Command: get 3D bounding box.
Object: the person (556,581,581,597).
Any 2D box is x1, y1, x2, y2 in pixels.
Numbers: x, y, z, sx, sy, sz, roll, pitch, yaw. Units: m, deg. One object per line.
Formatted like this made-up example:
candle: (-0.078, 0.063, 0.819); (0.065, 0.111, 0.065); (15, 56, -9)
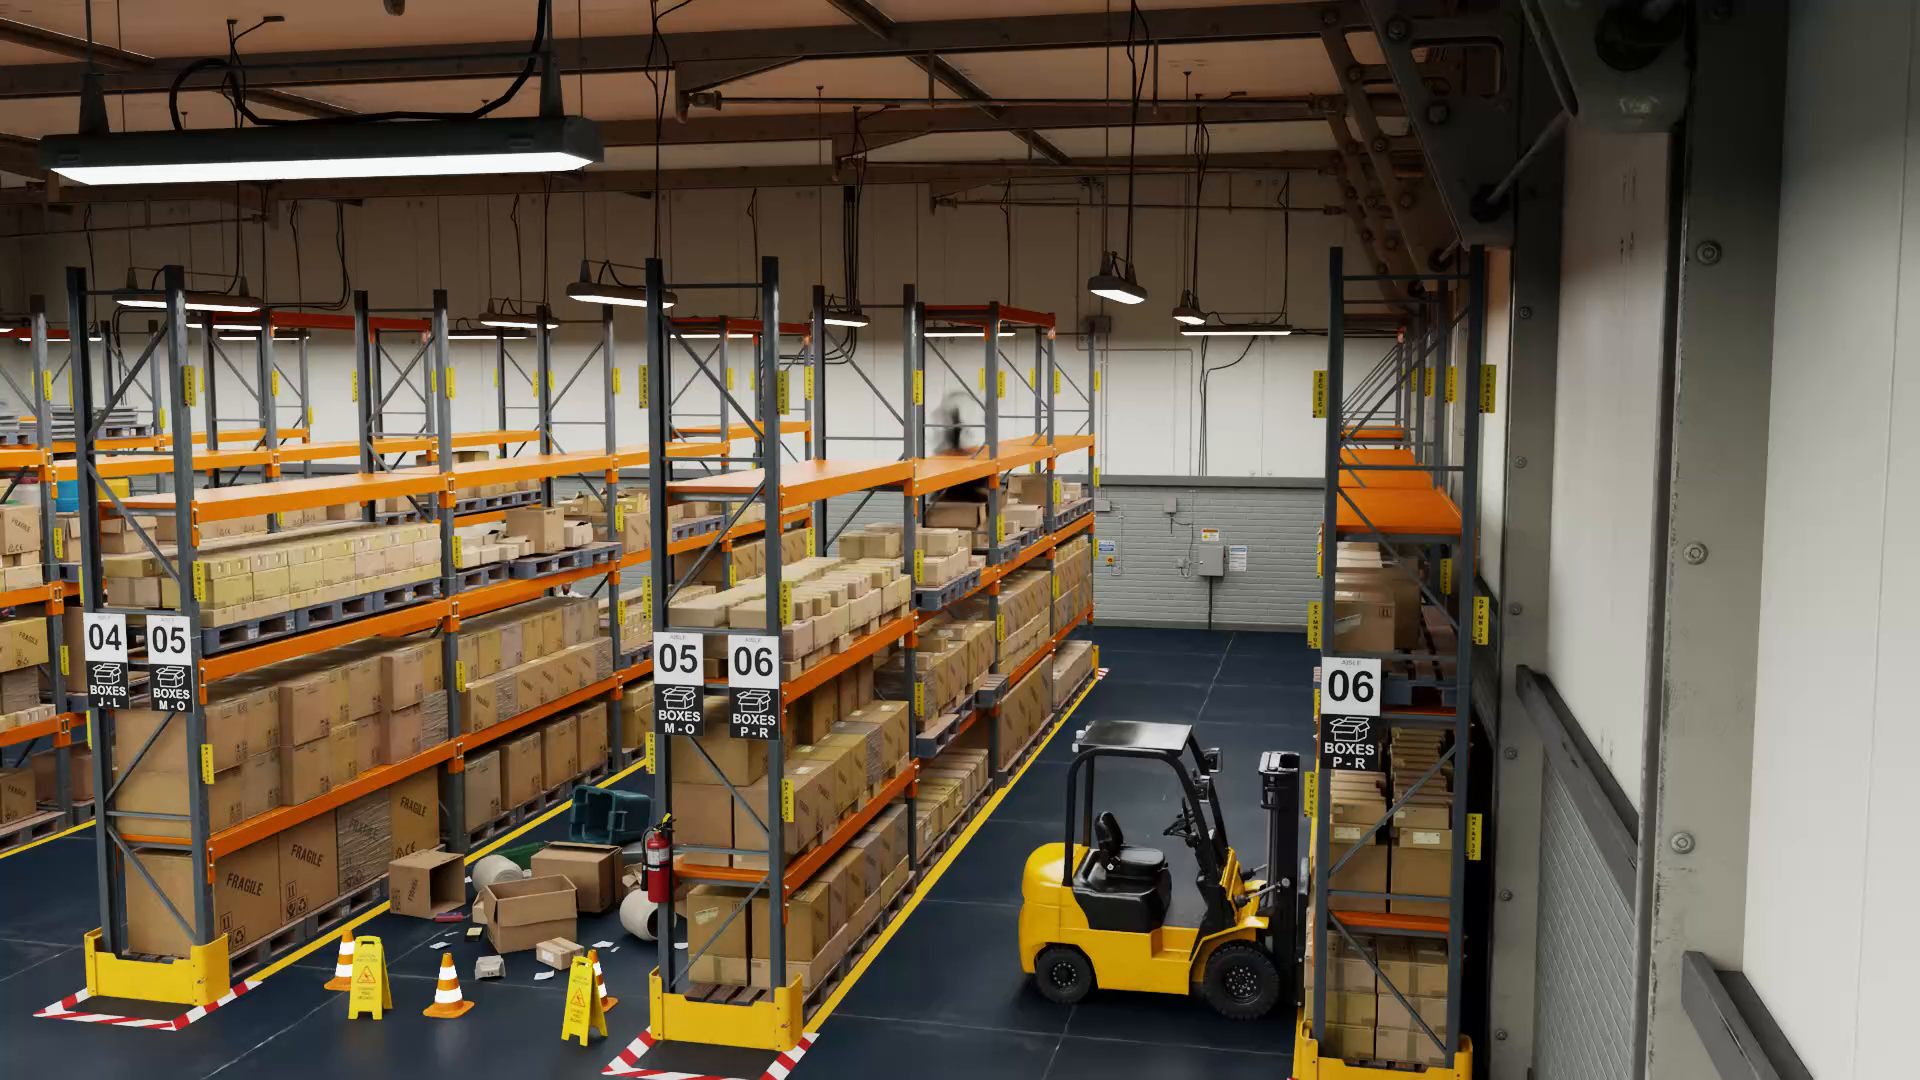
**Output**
person: (-6.648, 1.485, 28.158); (0.564, 1.759, 0.792); (0, 6, 4)
